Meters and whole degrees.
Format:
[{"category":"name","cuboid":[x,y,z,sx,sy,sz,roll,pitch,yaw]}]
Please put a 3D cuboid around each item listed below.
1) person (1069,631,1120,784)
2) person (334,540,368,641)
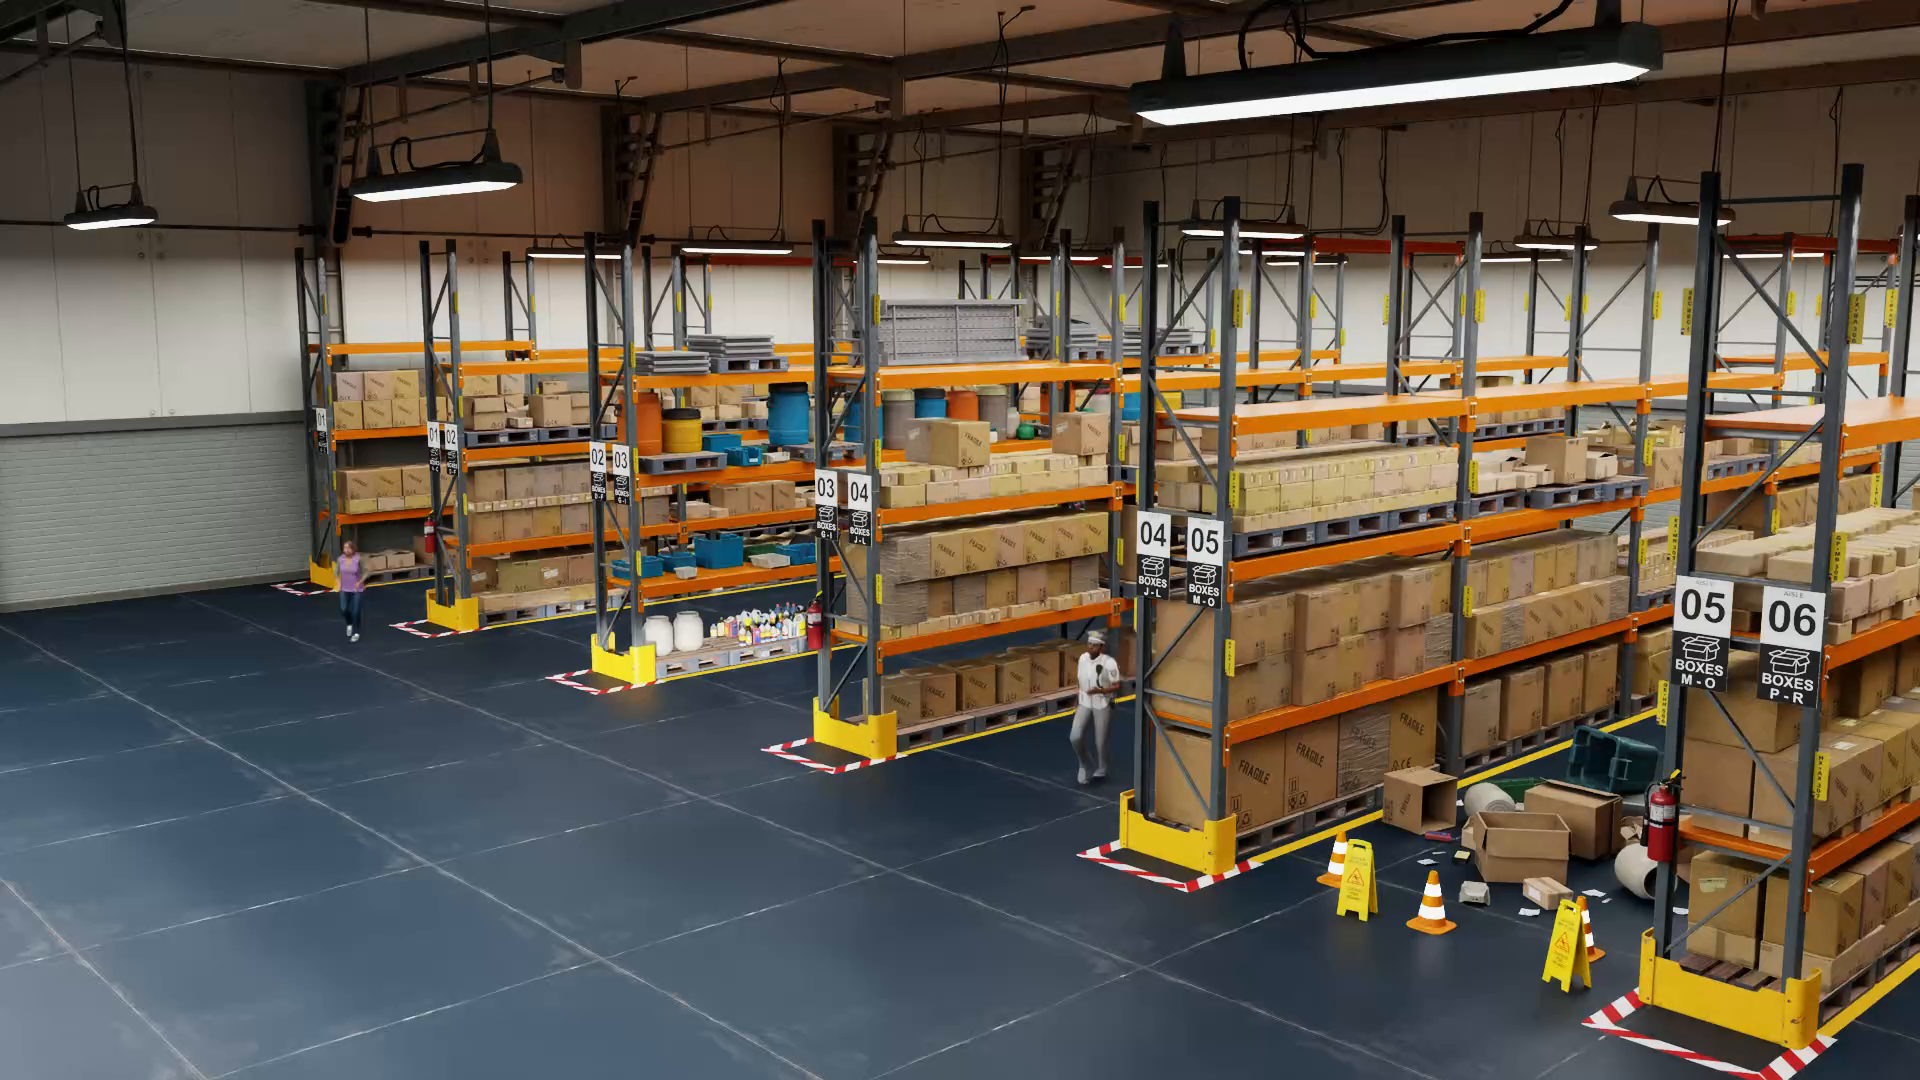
[{"category":"person","cuboid":[1.434,1.773,17.625,0.549,1.671,0.713,4,9,27]},{"category":"person","cuboid":[-9.124,0.763,24.907,0.507,1.540,0.578,-1,9,-10]}]
